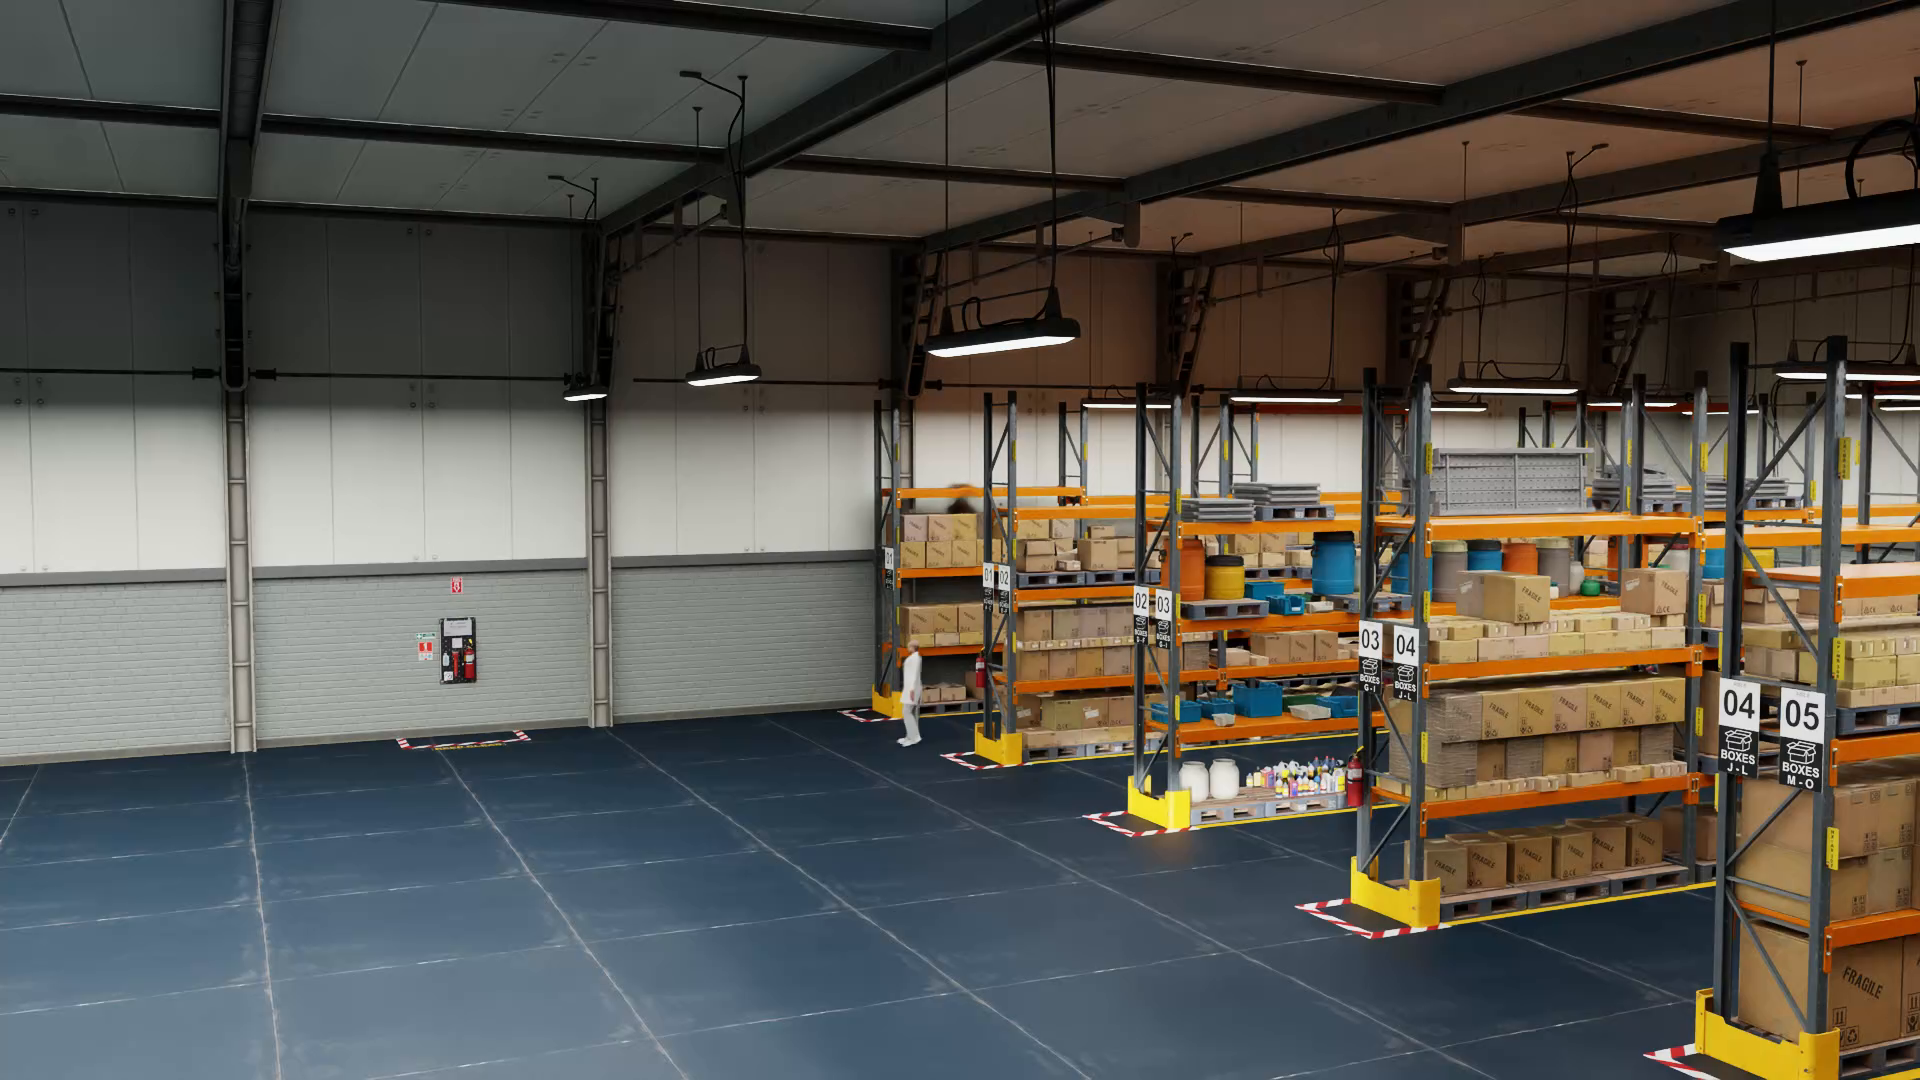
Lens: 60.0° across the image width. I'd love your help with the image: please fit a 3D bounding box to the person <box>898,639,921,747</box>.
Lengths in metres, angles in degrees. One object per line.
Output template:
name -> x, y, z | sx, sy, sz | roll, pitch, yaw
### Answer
person -> -0.863, 2.623, 28.557 | 0.414, 1.826, 0.636 | 0, 3, 3
